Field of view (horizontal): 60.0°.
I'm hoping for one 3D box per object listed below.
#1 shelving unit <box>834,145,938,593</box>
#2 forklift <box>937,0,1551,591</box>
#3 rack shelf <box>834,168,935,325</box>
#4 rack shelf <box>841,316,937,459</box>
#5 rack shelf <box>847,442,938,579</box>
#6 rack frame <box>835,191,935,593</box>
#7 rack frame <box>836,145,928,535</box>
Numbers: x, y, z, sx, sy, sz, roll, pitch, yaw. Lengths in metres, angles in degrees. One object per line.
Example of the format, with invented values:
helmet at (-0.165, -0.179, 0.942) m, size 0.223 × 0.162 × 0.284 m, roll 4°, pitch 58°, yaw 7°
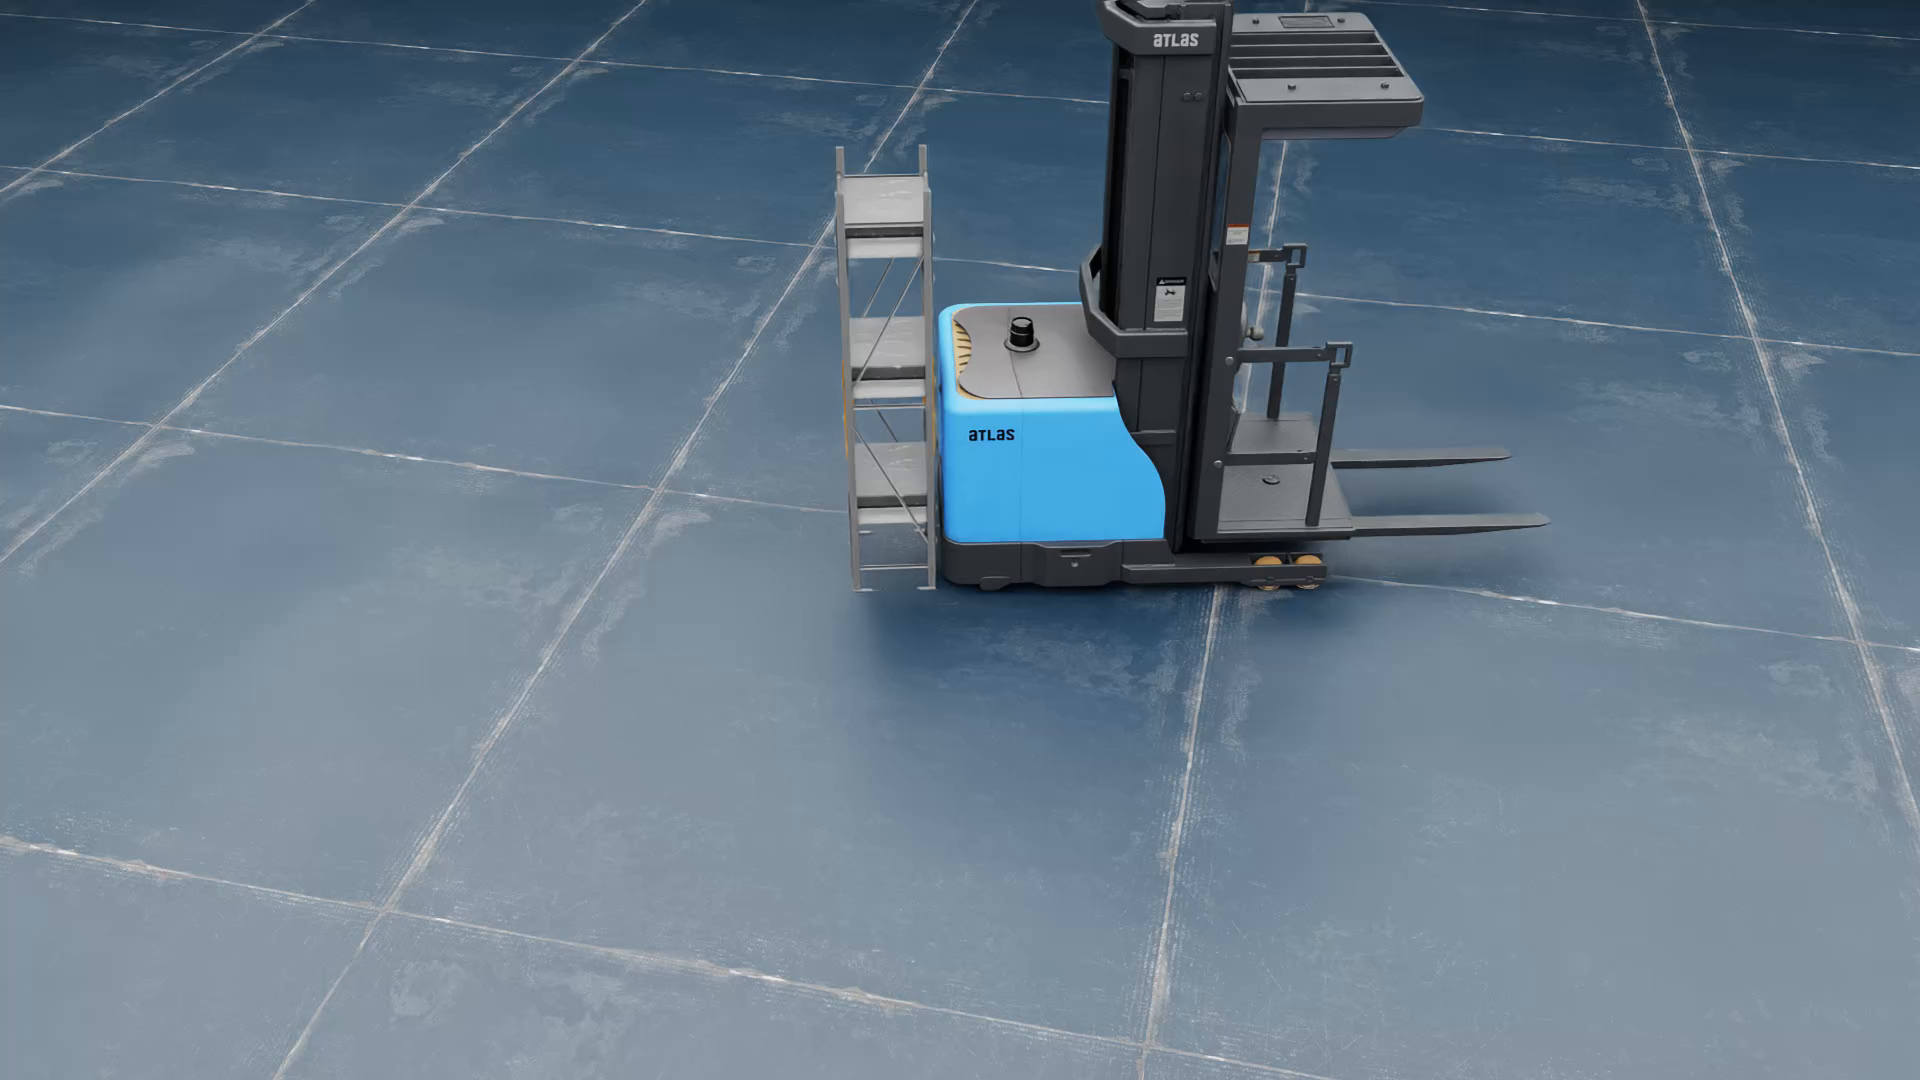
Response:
shelving unit at (-0.334, -0.745, 7.759) m, size 0.431 × 2.100 × 0.503 m, roll -2°, pitch 36°, yaw -3°
forklift at (1.410, -1.252, 7.750) m, size 3.031 × 2.935 × 1.130 m, roll -1°, pitch 36°, yaw -2°
rack shelf at (-0.334, -1.301, 7.356) m, size 0.431 × 0.518 × 0.480 m, roll -2°, pitch 36°, yaw -3°
rack shelf at (-0.334, -0.734, 7.767) m, size 0.431 × 0.518 × 0.480 m, roll -2°, pitch 36°, yaw -3°
rack shelf at (-0.334, -0.167, 8.177) m, size 0.431 × 0.518 × 0.480 m, roll -2°, pitch 36°, yaw -3°
rack frame at (-0.321, -0.602, 7.561) m, size 0.400 × 2.100 × 0.015 m, roll -2°, pitch 36°, yaw -3°
rack frame at (-0.347, -0.888, 7.956) m, size 0.400 × 2.100 × 0.015 m, roll -2°, pitch 36°, yaw -3°
